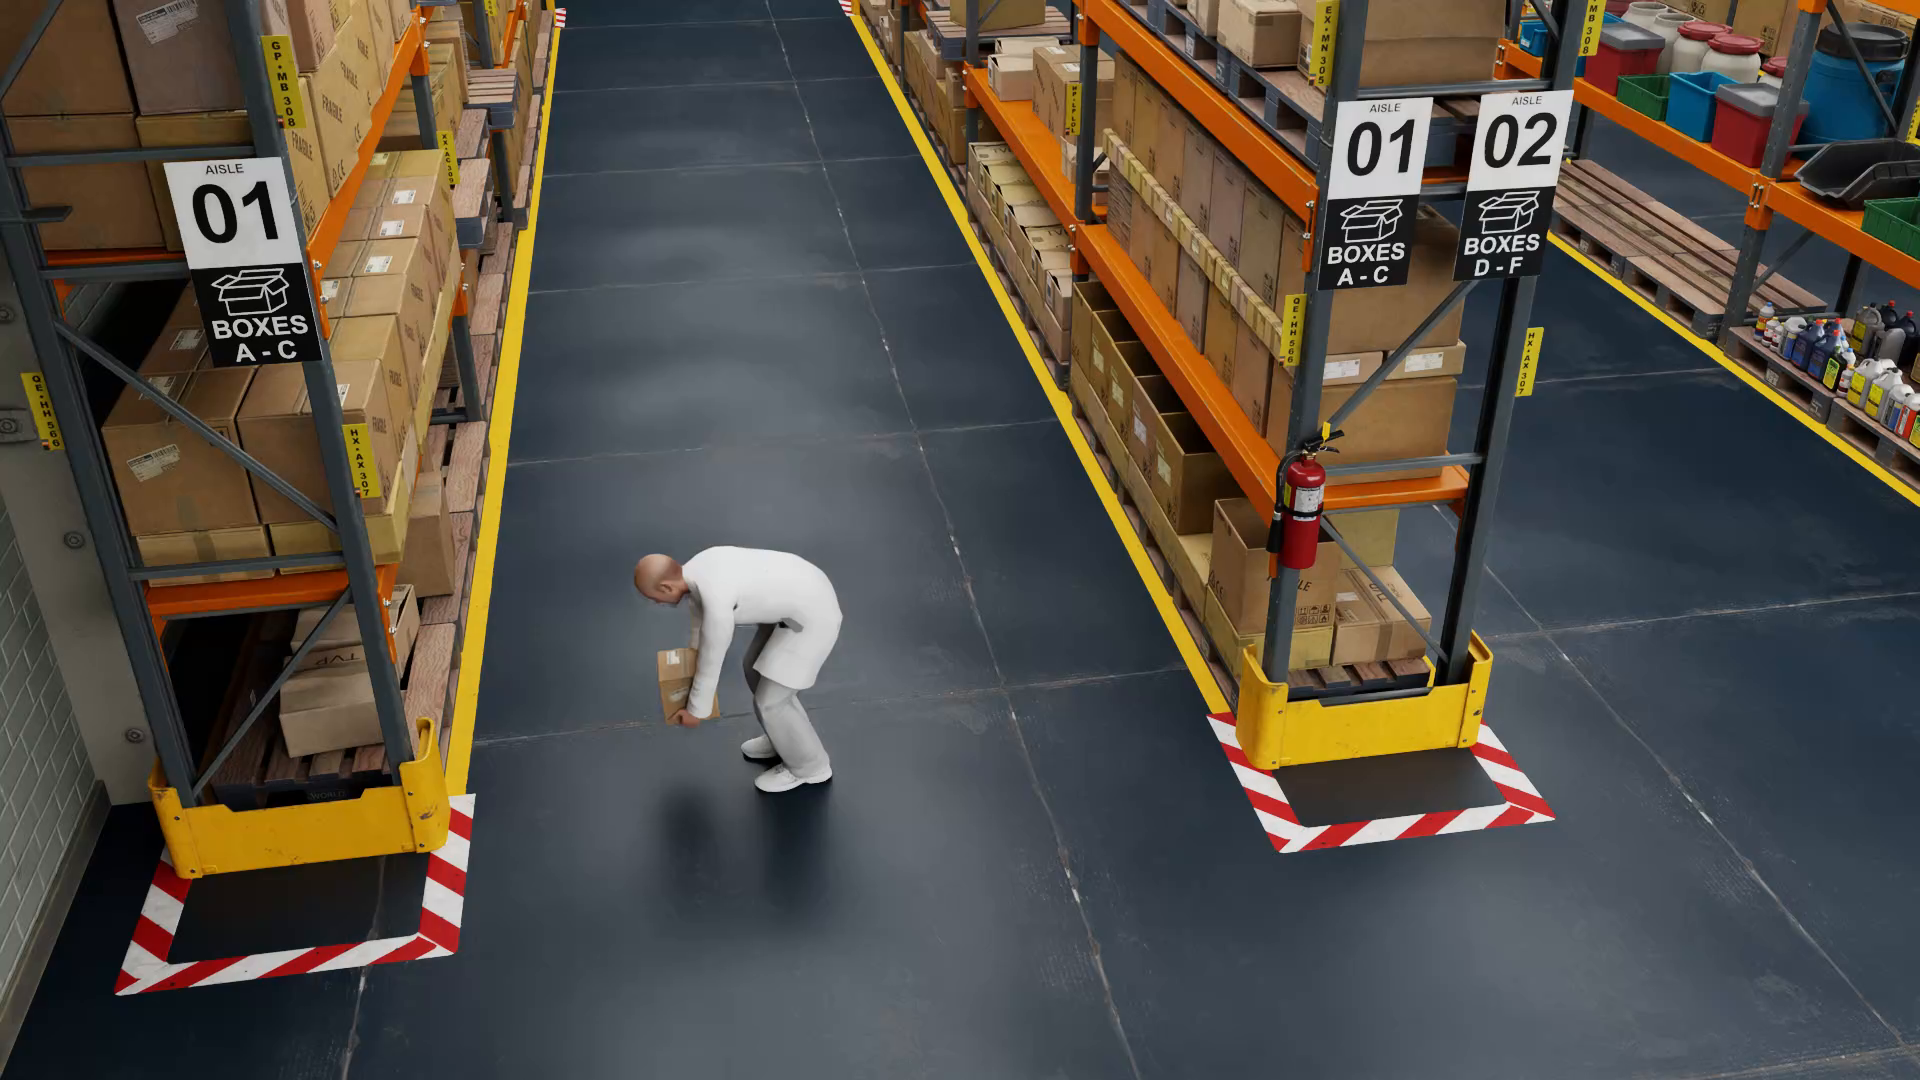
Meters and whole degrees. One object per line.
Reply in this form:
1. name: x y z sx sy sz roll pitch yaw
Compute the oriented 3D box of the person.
1. person: -0.997 0.568 7.701 0.917 1.257 0.569 -6 31 -11
